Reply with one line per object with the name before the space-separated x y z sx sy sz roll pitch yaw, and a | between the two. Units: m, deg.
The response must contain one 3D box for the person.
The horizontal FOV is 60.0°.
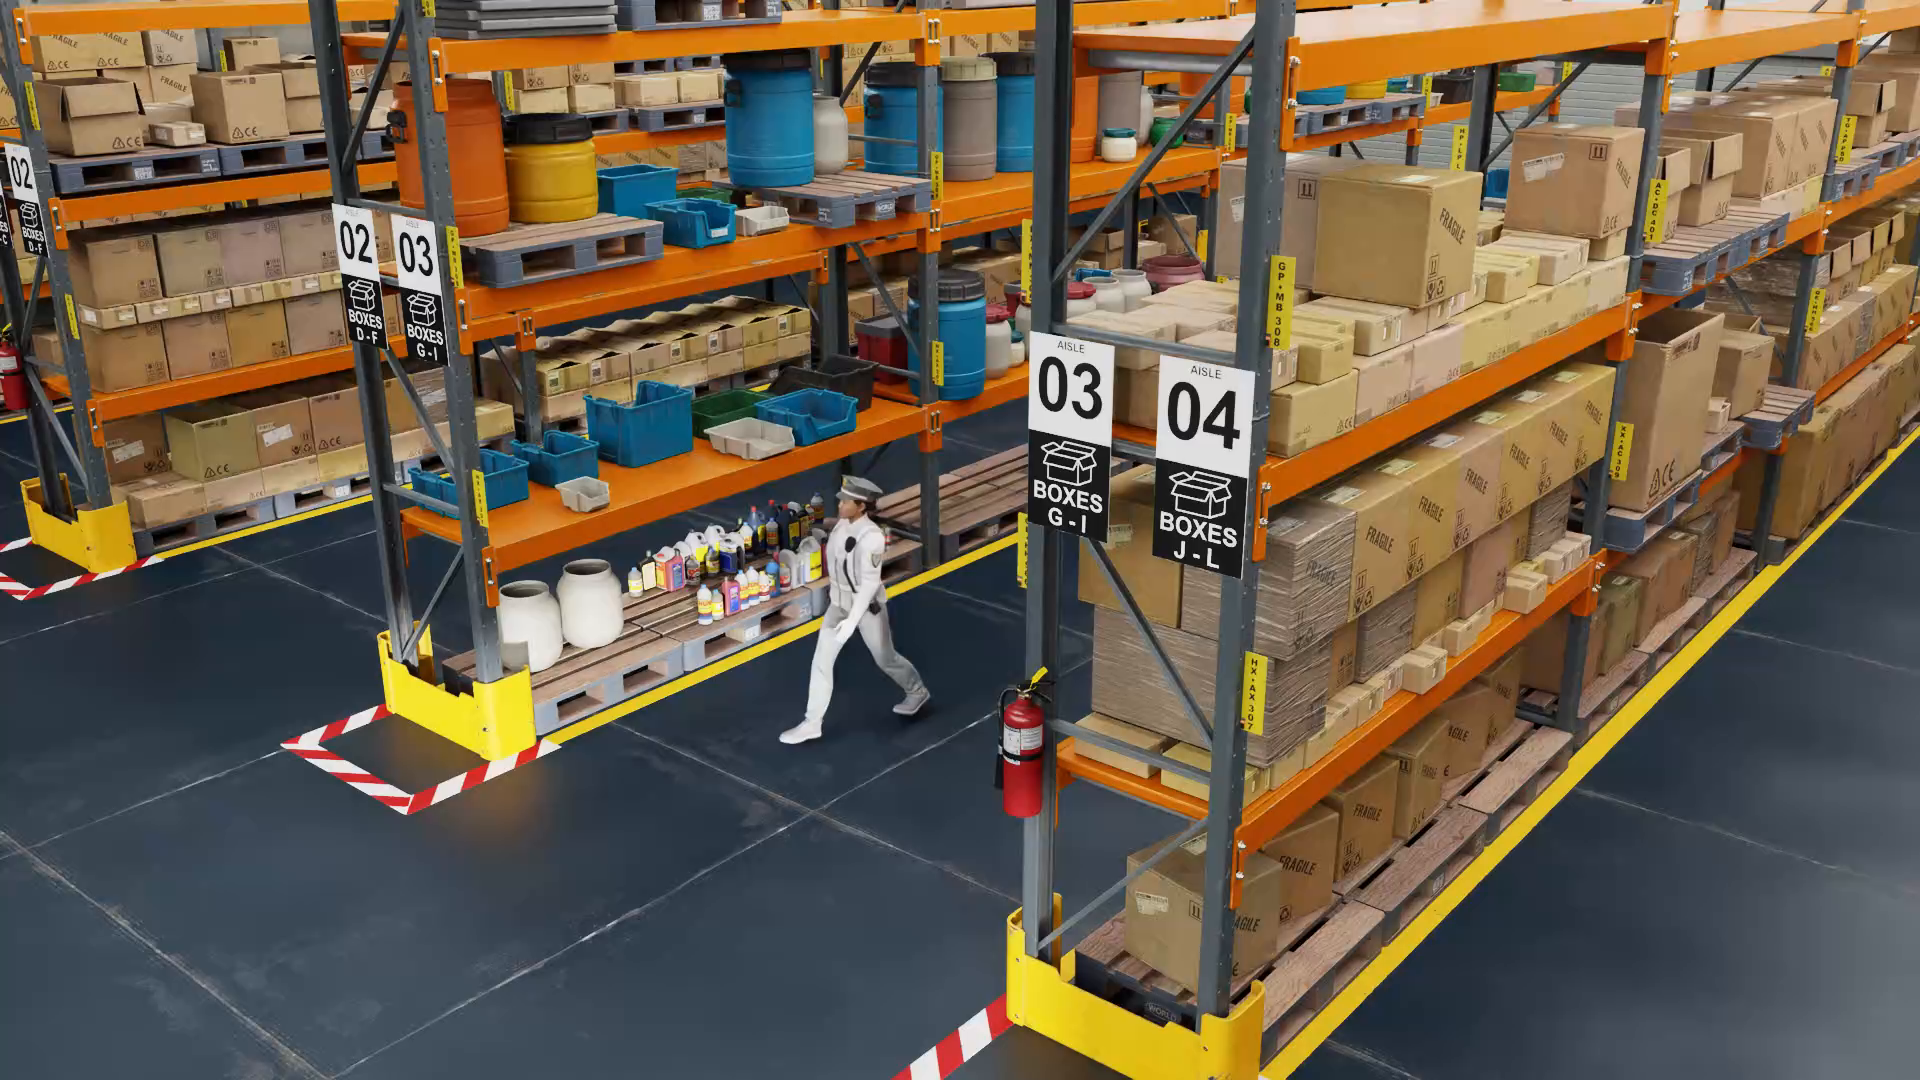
person | -0.636 0.388 9.970 1.027 1.631 0.457 -16 26 -37
